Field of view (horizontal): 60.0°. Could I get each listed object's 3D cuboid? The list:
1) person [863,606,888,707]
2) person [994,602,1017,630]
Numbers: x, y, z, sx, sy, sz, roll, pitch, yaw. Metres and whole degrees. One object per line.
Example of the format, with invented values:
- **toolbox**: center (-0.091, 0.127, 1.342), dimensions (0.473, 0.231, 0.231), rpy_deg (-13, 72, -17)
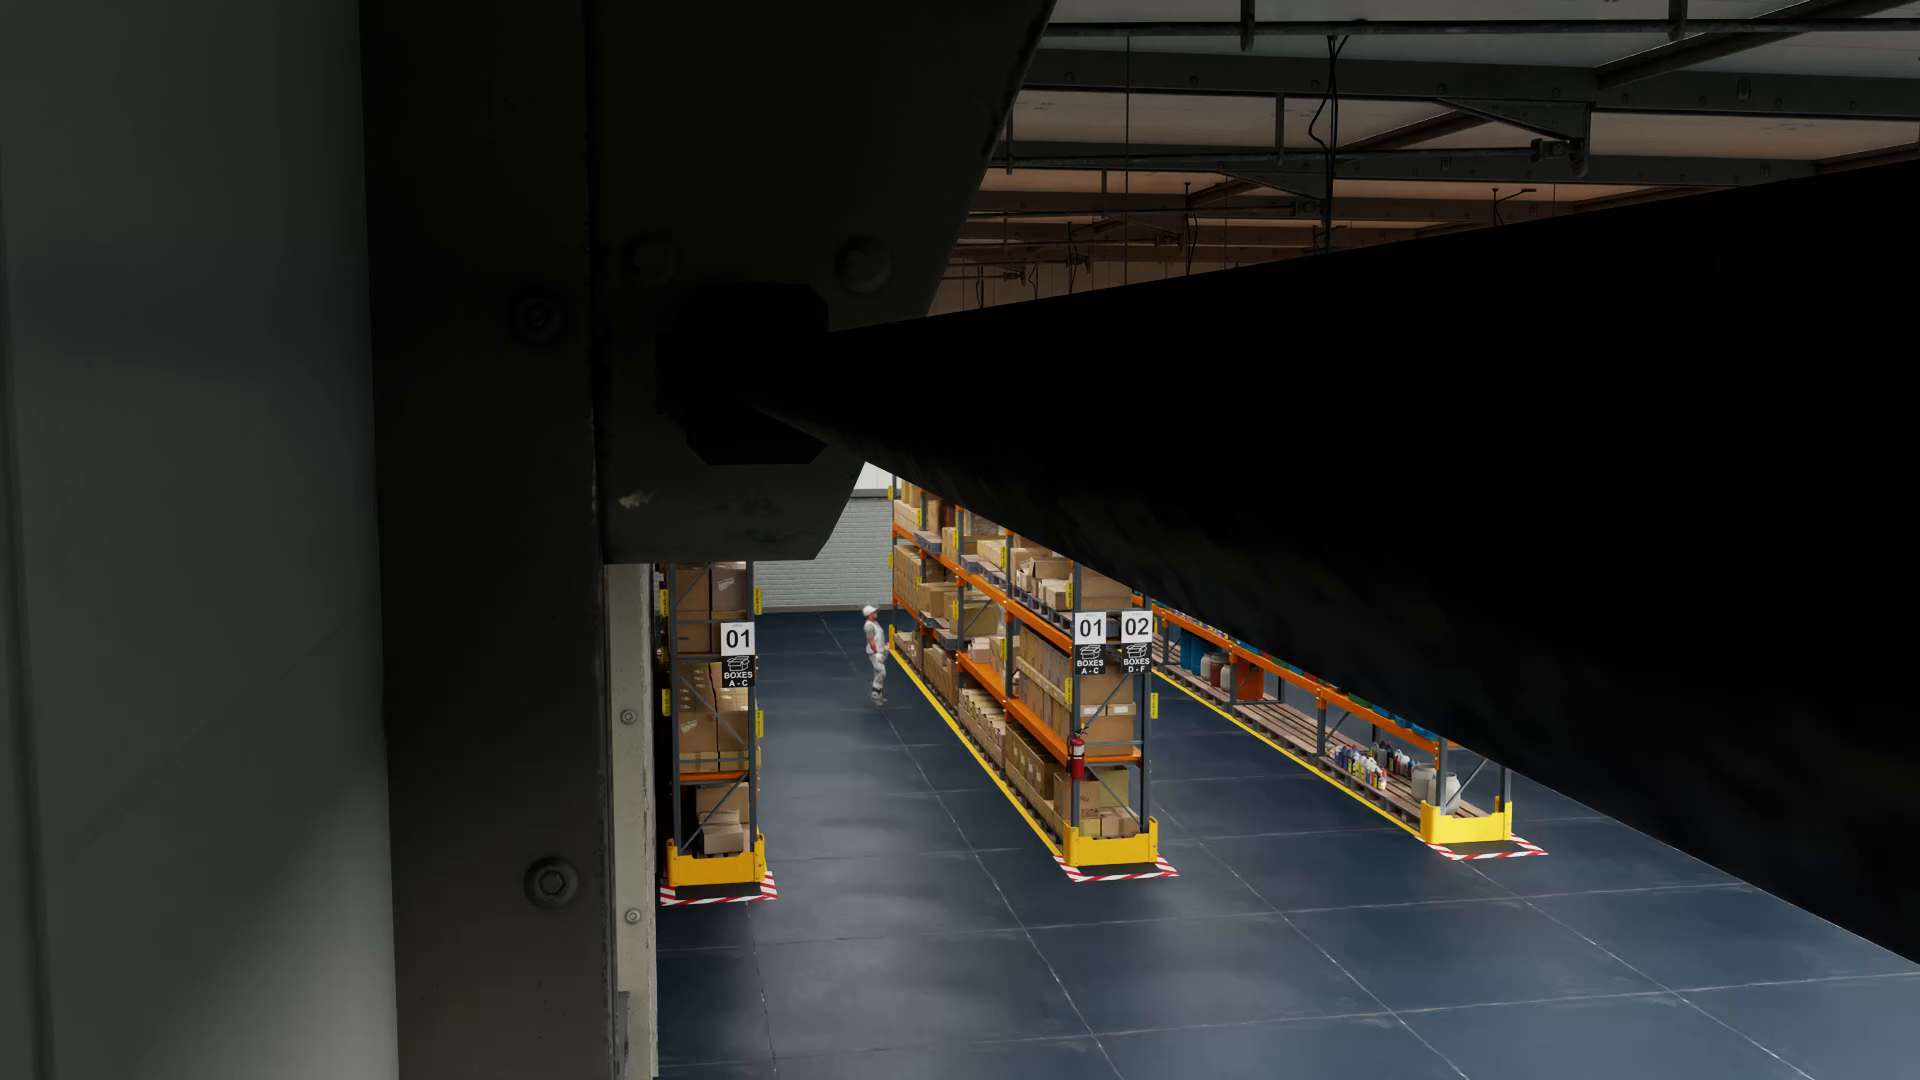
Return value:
- **person**: center (-1.508, 2.090, 30.220), dimensions (0.472, 1.815, 0.589), rpy_deg (2, 7, 20)
- **person**: center (0.922, 1.757, 33.905), dimensions (0.505, 1.647, 0.982), rpy_deg (-1, 6, -10)
